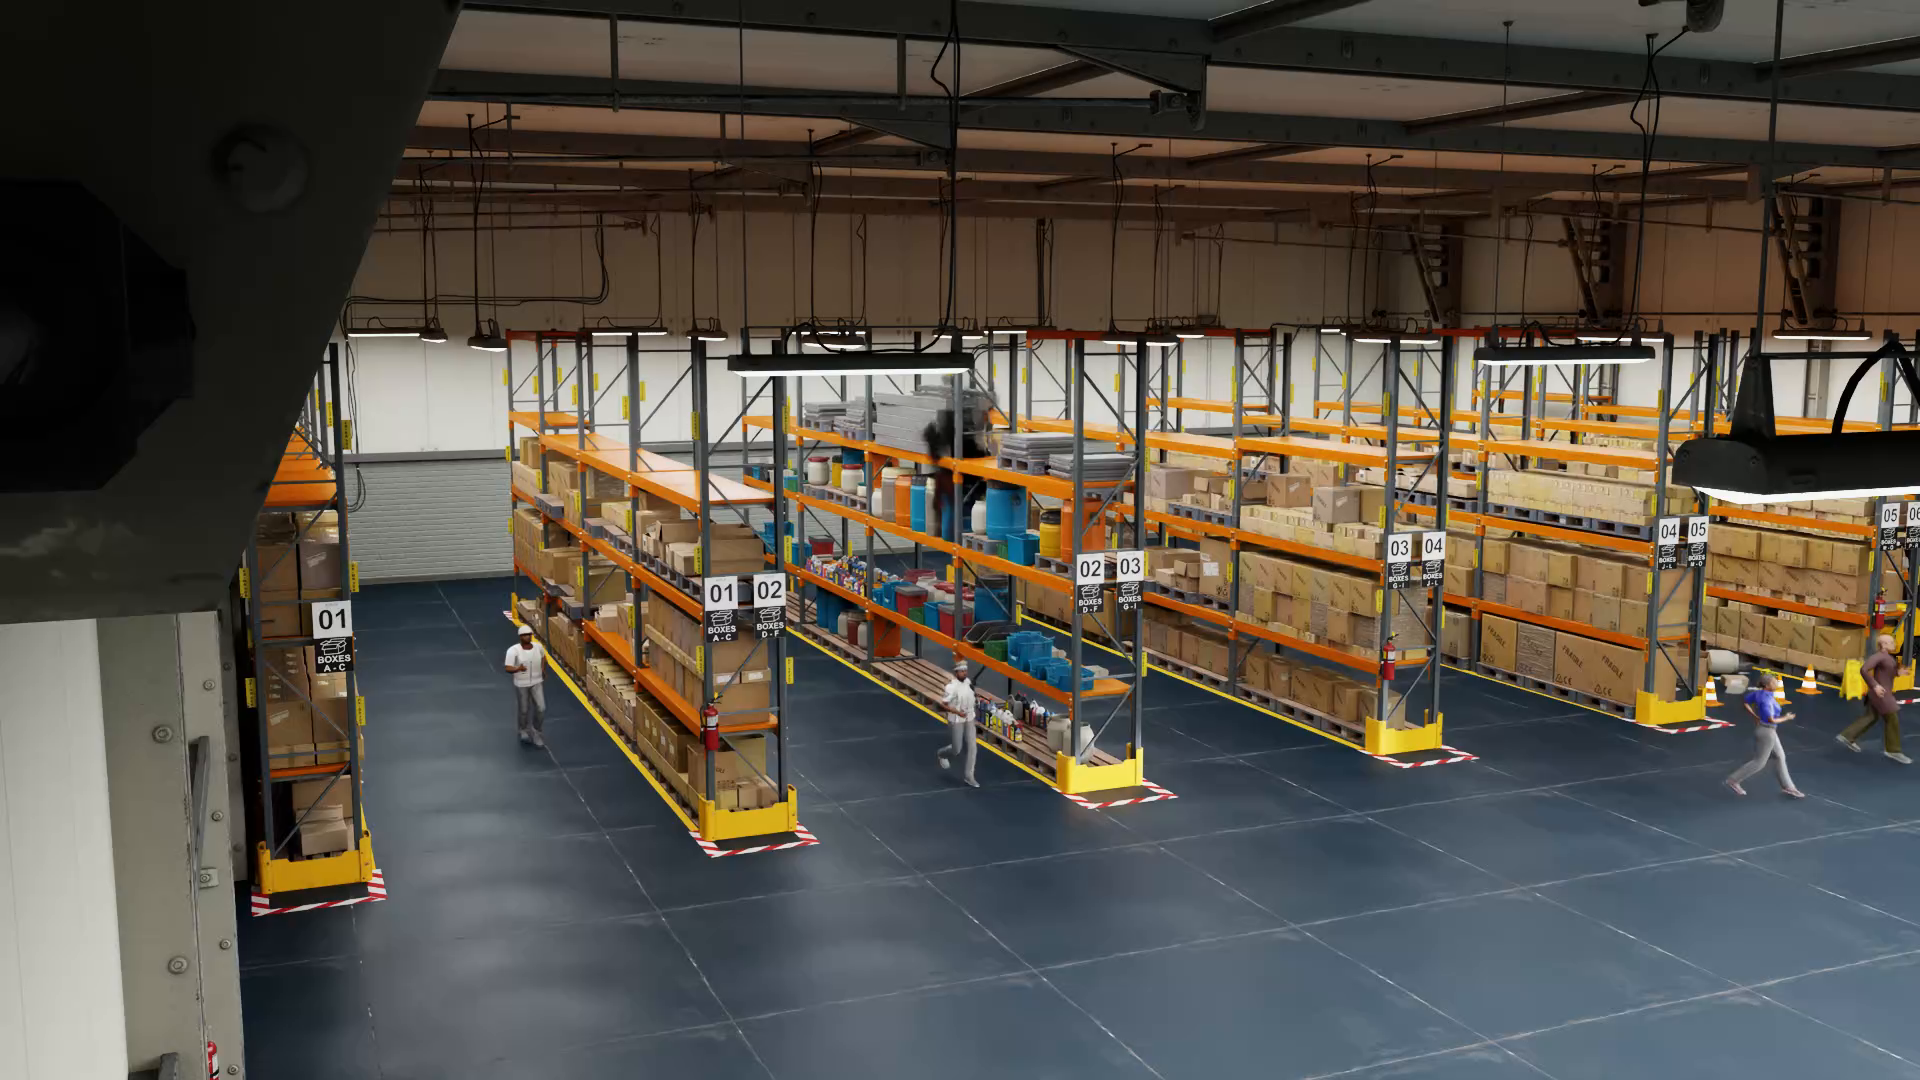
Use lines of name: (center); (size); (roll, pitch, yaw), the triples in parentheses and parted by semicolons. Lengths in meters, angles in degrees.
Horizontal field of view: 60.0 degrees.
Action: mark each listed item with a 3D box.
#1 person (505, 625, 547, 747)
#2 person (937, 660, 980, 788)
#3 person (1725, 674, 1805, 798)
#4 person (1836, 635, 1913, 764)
person: (-6.332, 2.149, 24.429); (0.673, 1.812, 0.706); (-4, 9, -29)
person: (0.002, 2.448, 22.531); (0.579, 1.692, 0.851); (-5, 9, -34)
person: (10.569, 2.551, 21.743); (0.995, 1.636, 0.586); (2, 8, 17)
person: (13.068, 2.189, 23.717); (0.852, 1.735, 0.680); (4, 9, 26)
